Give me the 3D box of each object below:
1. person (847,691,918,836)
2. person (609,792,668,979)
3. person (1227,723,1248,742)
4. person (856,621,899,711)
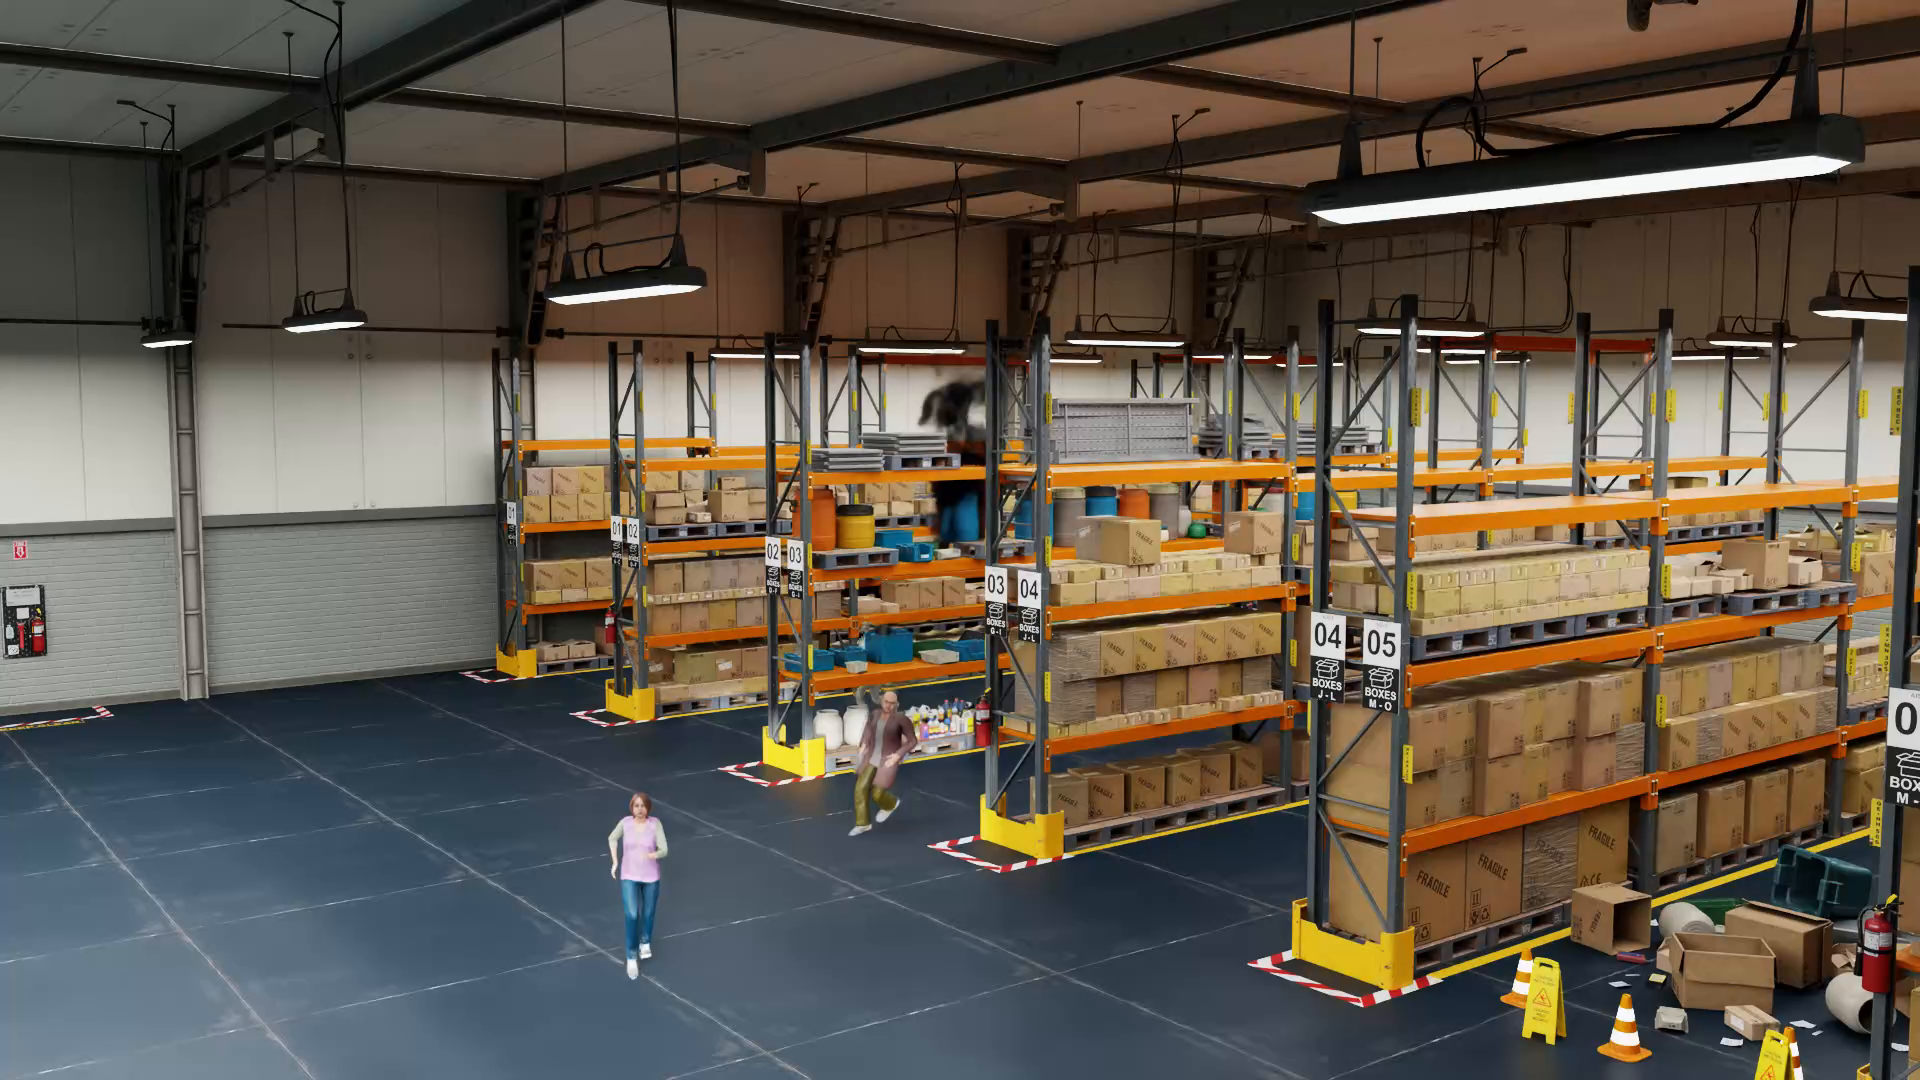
[{"bbox_3d":[-0.831,2.626,19.588,0.768,1.736,0.796,3,6,30],"label":"person"},{"bbox_3d":[-2.874,3.074,14.879,0.493,1.614,0.703,-1,5,-15],"label":"person"},{"bbox_3d":[3.866,2.322,23.294,0.727,1.692,0.566,-4,6,-39],"label":"person"},{"bbox_3d":[-1.341,2.074,25.824,0.830,1.676,0.597,-5,7,-45],"label":"person"}]
